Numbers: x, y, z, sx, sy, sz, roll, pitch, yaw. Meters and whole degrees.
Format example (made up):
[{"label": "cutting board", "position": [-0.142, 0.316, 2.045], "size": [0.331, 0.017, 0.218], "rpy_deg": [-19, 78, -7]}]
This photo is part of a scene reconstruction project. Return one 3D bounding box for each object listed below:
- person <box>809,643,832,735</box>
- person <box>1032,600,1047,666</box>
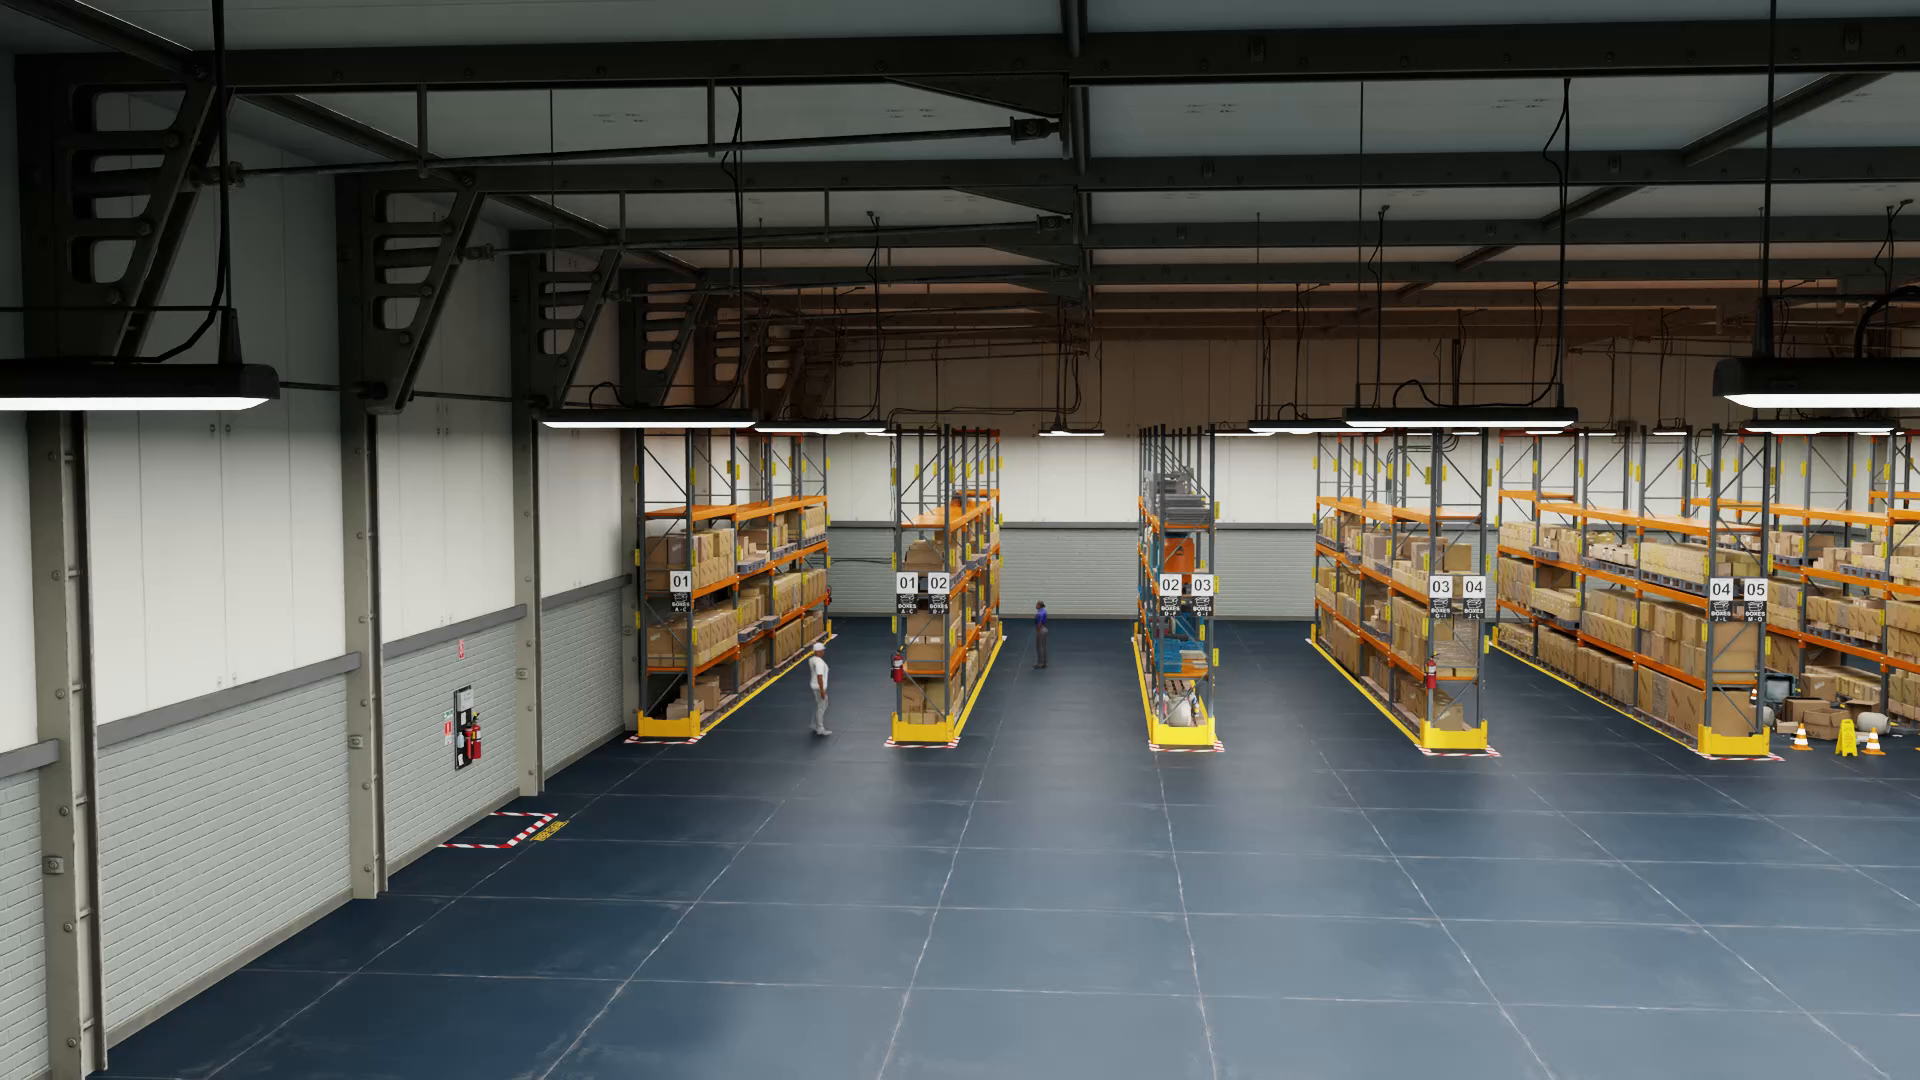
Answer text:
[{"label": "person", "position": [-2.710, 2.893, 32.305], "size": [0.416, 1.797, 0.663], "rpy_deg": [-1, 4, -12]}, {"label": "person", "position": [2.004, 2.347, 41.799], "size": [0.356, 1.673, 0.527], "rpy_deg": [1, 4, 12]}]
